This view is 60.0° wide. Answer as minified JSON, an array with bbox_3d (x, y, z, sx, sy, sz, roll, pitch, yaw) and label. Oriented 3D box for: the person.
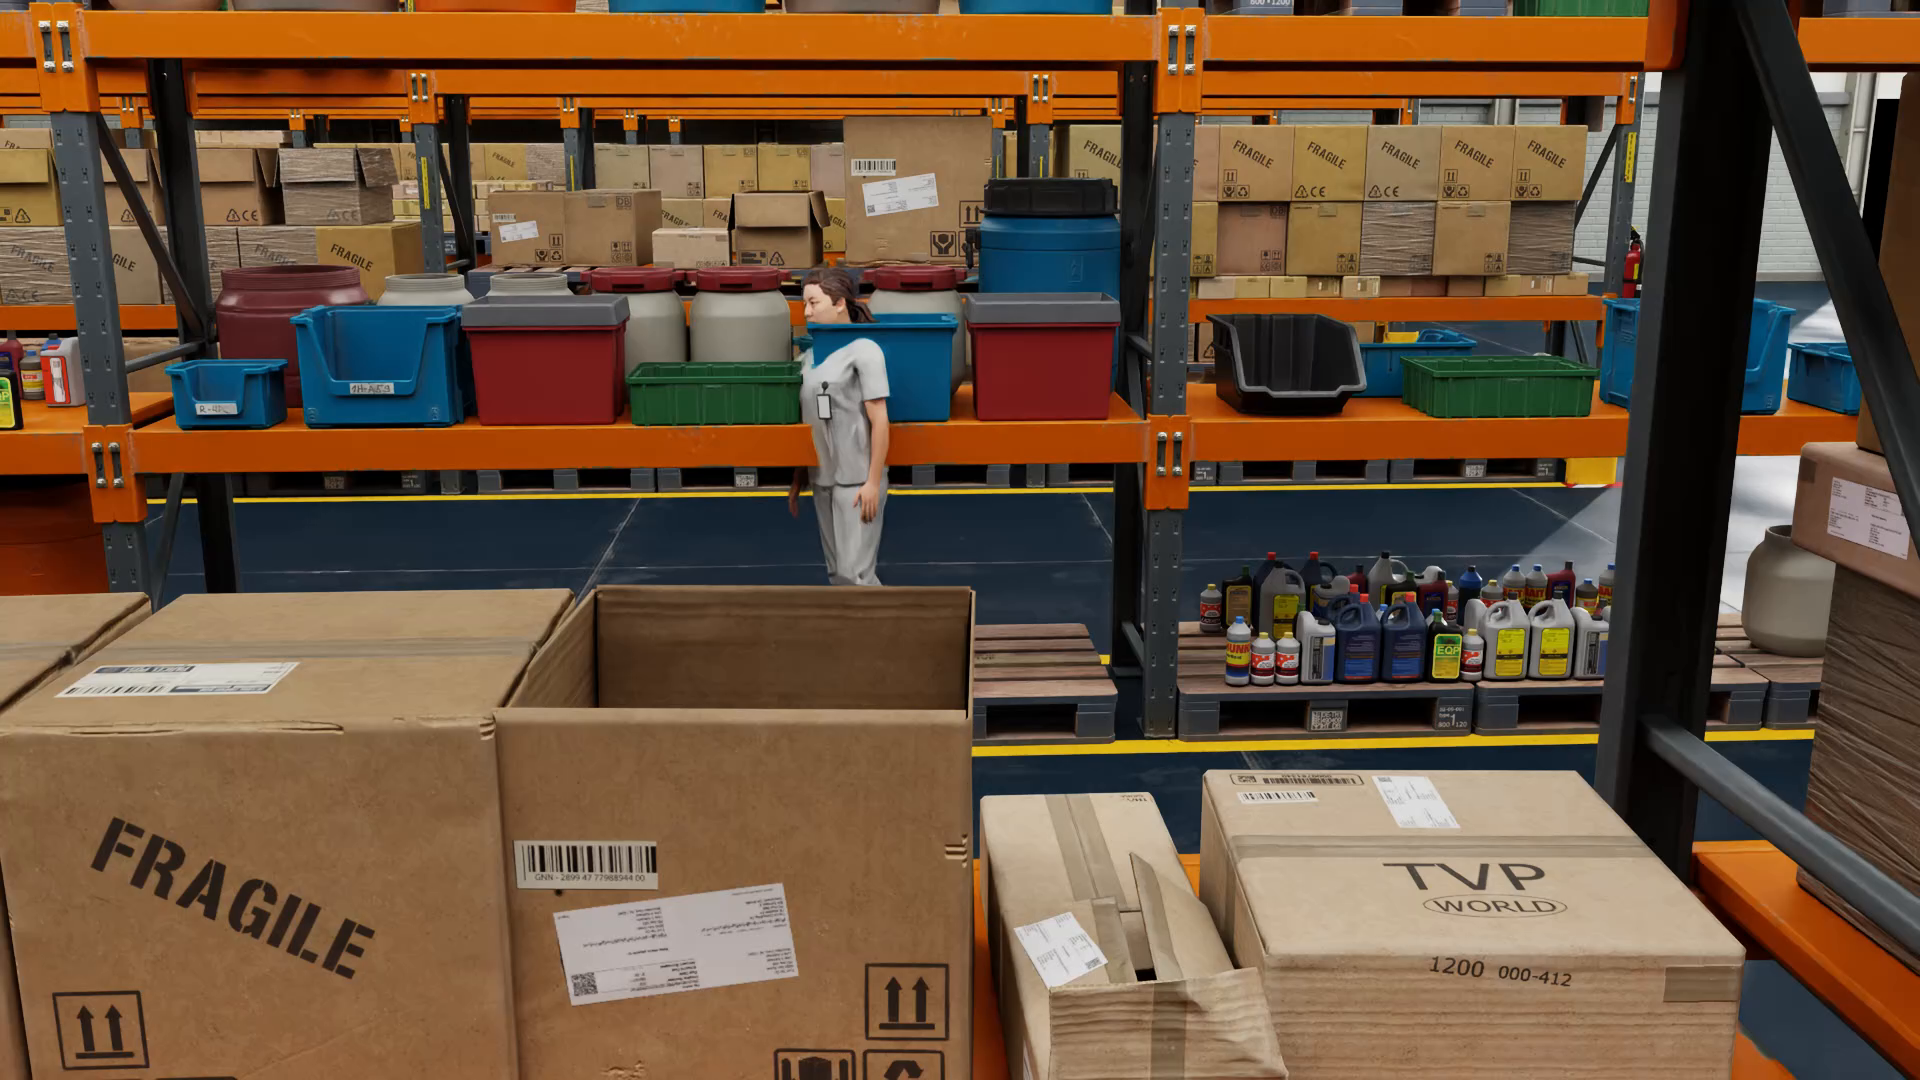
[{"bbox_3d":[-0.418,-0.193,6.457,0.357,1.708,0.540,-12,18,-41],"label":"person"}]
